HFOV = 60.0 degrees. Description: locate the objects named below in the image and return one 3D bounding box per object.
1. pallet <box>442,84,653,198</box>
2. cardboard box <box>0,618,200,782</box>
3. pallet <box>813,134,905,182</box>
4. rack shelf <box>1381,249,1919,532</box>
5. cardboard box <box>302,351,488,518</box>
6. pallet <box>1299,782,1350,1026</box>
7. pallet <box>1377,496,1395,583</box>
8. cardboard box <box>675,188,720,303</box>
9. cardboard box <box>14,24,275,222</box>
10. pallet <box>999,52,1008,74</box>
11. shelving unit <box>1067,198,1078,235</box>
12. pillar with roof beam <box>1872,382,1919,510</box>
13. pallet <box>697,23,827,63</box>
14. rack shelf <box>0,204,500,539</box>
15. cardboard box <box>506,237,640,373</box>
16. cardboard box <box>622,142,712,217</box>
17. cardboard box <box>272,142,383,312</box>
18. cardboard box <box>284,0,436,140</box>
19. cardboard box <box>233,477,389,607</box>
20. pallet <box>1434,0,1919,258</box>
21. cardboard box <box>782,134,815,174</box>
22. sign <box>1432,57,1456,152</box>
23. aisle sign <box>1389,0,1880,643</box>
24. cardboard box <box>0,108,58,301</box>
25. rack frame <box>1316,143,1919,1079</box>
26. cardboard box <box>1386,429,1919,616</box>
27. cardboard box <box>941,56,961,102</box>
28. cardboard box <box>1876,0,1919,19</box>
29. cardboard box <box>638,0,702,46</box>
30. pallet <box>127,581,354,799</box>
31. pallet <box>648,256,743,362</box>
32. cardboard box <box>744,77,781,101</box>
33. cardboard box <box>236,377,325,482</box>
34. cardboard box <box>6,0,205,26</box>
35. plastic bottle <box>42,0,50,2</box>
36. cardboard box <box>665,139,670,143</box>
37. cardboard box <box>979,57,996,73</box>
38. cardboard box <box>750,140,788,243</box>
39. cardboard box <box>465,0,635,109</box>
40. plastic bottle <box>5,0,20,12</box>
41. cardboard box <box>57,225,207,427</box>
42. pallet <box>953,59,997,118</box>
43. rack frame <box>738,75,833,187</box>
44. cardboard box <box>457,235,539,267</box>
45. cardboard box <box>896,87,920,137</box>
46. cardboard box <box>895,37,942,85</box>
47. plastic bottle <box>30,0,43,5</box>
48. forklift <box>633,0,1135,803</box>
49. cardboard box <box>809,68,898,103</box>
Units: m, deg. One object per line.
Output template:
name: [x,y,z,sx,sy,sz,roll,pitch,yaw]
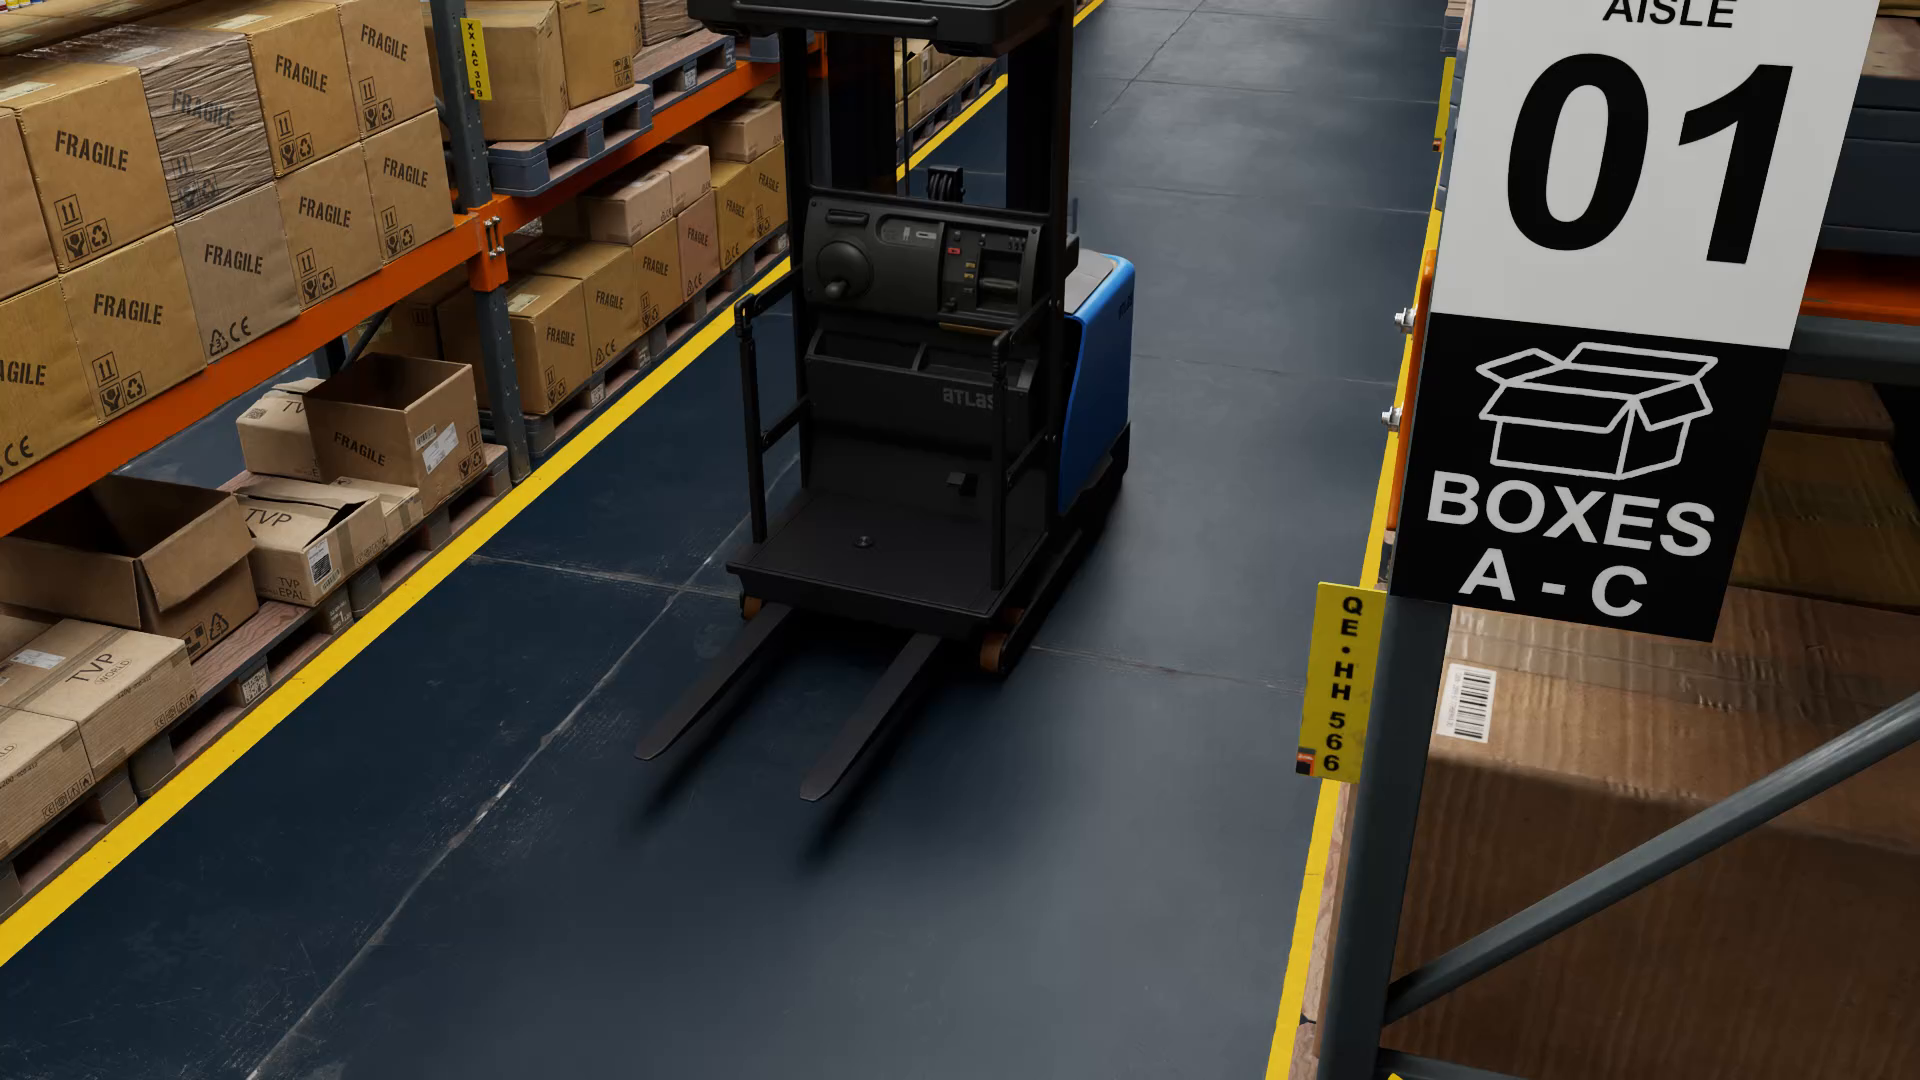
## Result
pallet: [-2.167,-1.935,7.840,1.003,0.211,1.213,8,30,15]
cardboard box: [-2.956,0.528,5.591,0.500,0.250,0.500,8,30,15]
pallet: [-1.053,-2.681,11.851,1.003,0.211,1.213,8,30,15]
rack shelf: [1.643,-1.025,3.662,1.077,0.370,4.000,8,30,15]
cardboard box: [-2.402,-0.458,7.106,0.500,0.500,0.500,8,30,15]
pallet: [1.576,1.172,4.927,1.003,0.211,1.213,8,30,15]
pallet: [2.385,-0.109,7.228,1.003,0.211,1.213,8,30,15]
cardboard box: [-1.682,-1.669,9.283,0.500,0.500,0.500,7,30,13]
cardboard box: [-2.703,-1.399,5.548,0.500,0.500,0.500,9,30,15]
pallet: [0.116,-4.526,15.169,1.003,0.211,1.213,8,30,15]
shelving unit: [0.379,-1.001,7.803,0.258,1.200,0.189,10,26,18]
pillar with roof beam: [-1.263,-3.745,4.726,9.100,9.000,0.400,8,30,15]
pallet: [-1.464,-3.113,9.958,1.213,0.211,1.003,8,30,15]
rack shelf: [-3.093,-0.419,5.658,1.077,0.370,4.000,8,30,15]
cardboard box: [-1.985,-1.203,8.445,0.500,0.500,0.500,9,30,16]
cardboard box: [-1.691,-1.979,9.069,0.500,0.250,0.500,8,30,14]
cardboard box: [-2.558,-1.198,6.215,0.500,0.500,0.500,9,30,16]
cardboard box: [-2.407,-1.872,6.398,0.500,0.500,0.500,9,30,15]
cardboard box: [-2.622,-0.027,6.526,0.500,0.311,0.500,8,30,15]
pallet: [1.264,-0.718,2.460,1.003,0.211,1.213,8,30,15]
cardboard box: [-0.898,-2.705,11.424,0.500,0.250,0.500,8,30,15]
sign: [1.709,-1.502,5.756,0.100,0.325,0.005,8,30,15]
aisle sign: [0.748,-0.245,1.930,0.394,0.787,0.004,8,30,15]
cardboard box: [-3.000,-0.929,4.704,0.500,0.500,0.500,9,30,16]
rack frame: [1.056,0.901,2.545,1.000,3.000,0.127,8,30,15]
cardboard box: [1.399,0.192,3.511,0.980,0.700,0.700,8,30,14]
cardboard box: [-0.302,-3.656,13.133,0.500,0.250,0.500,9,30,16]
cardboard box: [1.505,-0.876,2.273,0.500,0.250,0.500,10,31,17]
cardboard box: [-1.860,-3.043,9.099,0.700,0.500,0.500,14,32,24]
pallet: [-3.065,0.443,6.236,1.003,0.211,1.213,8,30,15]
pallet: [-1.947,-1.397,9.544,1.003,0.211,1.213,8,30,15]
cardboard box: [-1.414,-3.028,11.427,0.500,0.311,0.500,9,30,16]
cardboard box: [-2.836,-0.516,7.406,0.500,0.311,0.500,8,30,15]
cardboard box: [-3.064,-1.725,6.134,0.500,0.500,0.500,8,30,13]
plastic bottle: [-5.982,-3.601,10.842,0.097,0.201,0.097,0,29,0]
cardboard box: [-1.887,-2.207,10.251,0.500,0.500,0.500,7,30,13]
cardboard box: [-0.003,-4.129,13.983,0.500,0.250,0.500,8,30,14]
cardboard box: [-1.382,-2.154,10.155,0.500,0.500,0.500,10,31,17]
cardboard box: [-2.012,-2.407,7.957,0.700,0.500,0.500,13,32,23]
plastic bottle: [-6.067,-3.465,10.598,0.097,0.201,0.097,0,29,0]
cardboard box: [-2.853,-0.722,5.359,0.500,0.500,0.500,9,30,16]
pallet: [-0.337,-3.814,13.890,1.003,0.211,1.213,8,30,15]
rack frame: [-1.332,-3.522,10.496,1.000,3.000,0.127,8,30,15]
cardboard box: [-2.482,-1.262,8.552,0.500,0.500,0.500,9,30,15]
cardboard box: [-0.604,-3.182,12.280,0.500,0.250,0.500,8,30,14]
cardboard box: [-0.449,-3.672,12.584,0.500,0.311,0.500,8,30,14]
plastic bottle: [-6.010,-3.586,10.744,0.097,0.271,0.097,0,29,0]
forklift: [-0.226,-0.998,6.028,1.130,2.935,3.031,11,31,18]
cardboard box: [-0.751,-3.196,11.729,0.500,0.311,0.500,8,30,14]
